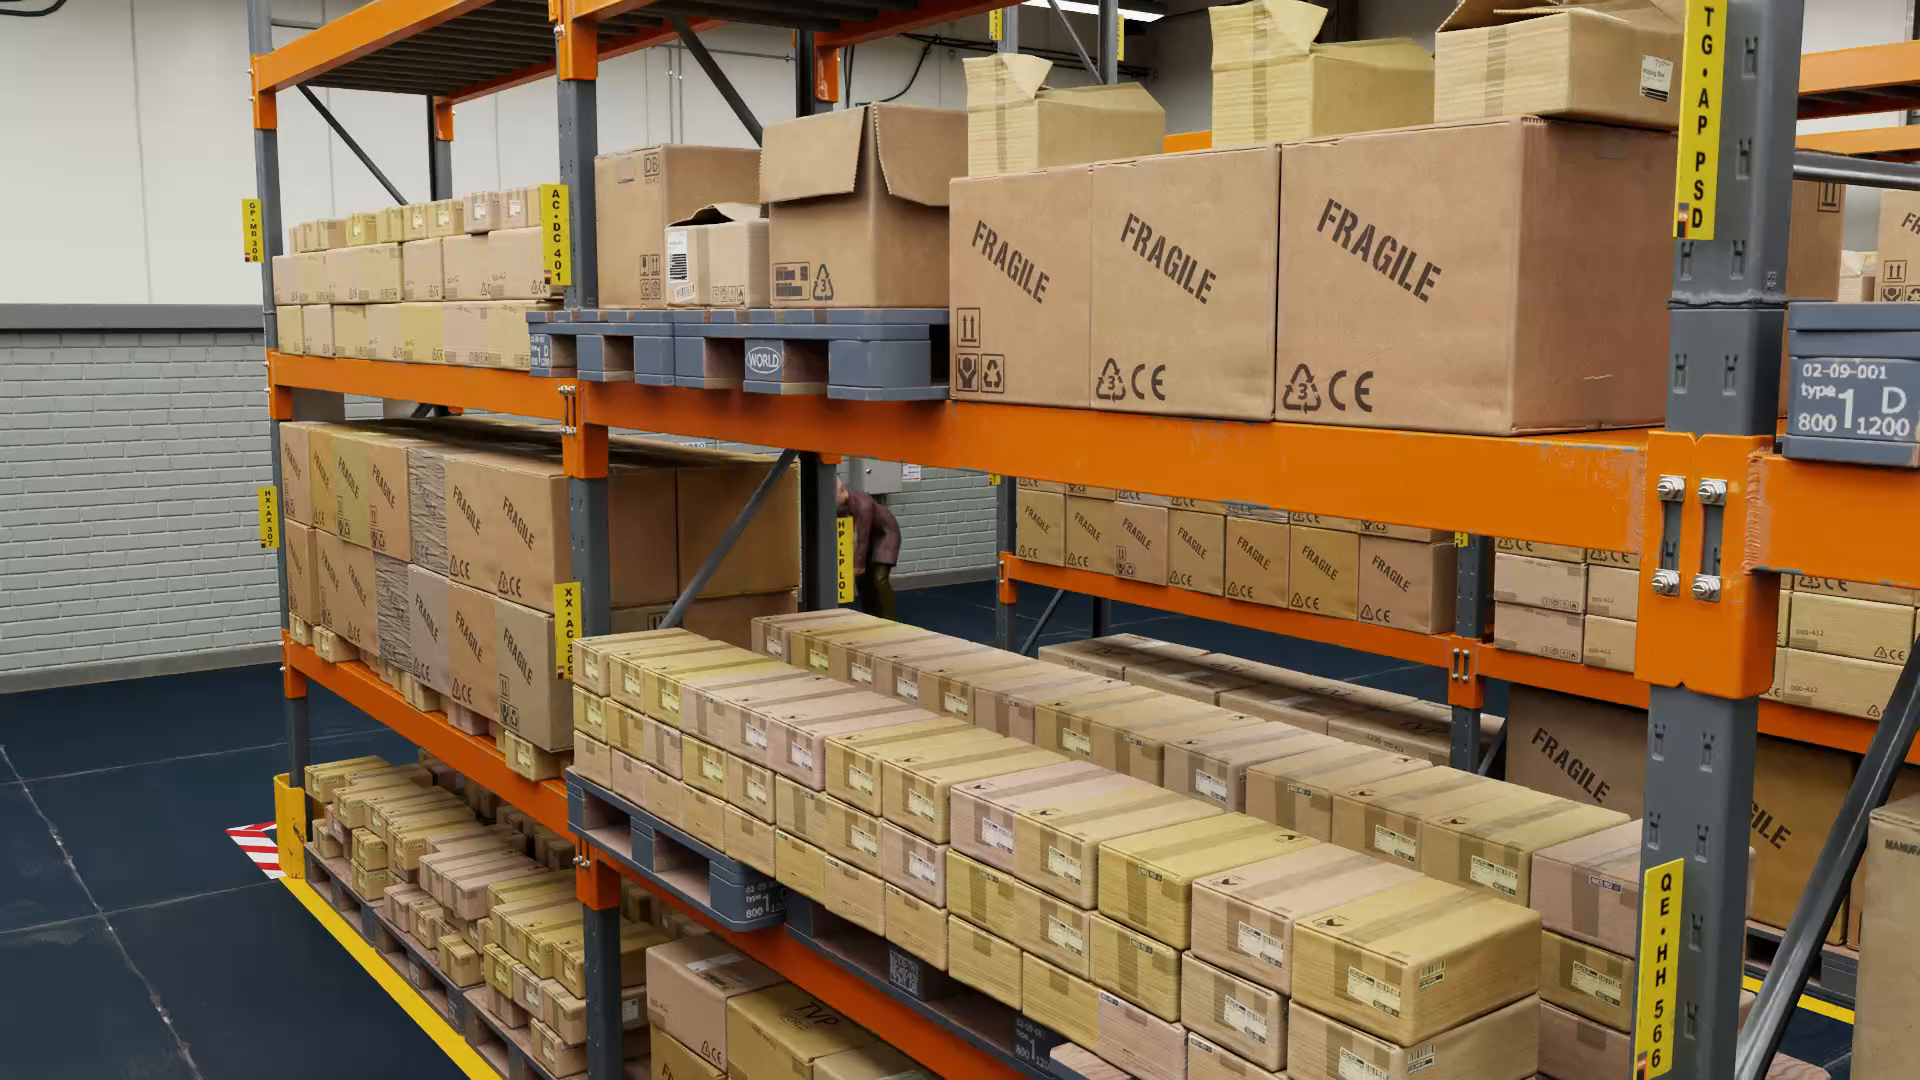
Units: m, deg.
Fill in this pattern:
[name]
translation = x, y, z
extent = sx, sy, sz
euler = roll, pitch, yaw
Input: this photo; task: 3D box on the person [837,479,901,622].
[person]
translation = -0.946, 0.141, 15.841
extent = 0.815, 1.507, 0.549
euler = -6, 10, -37
